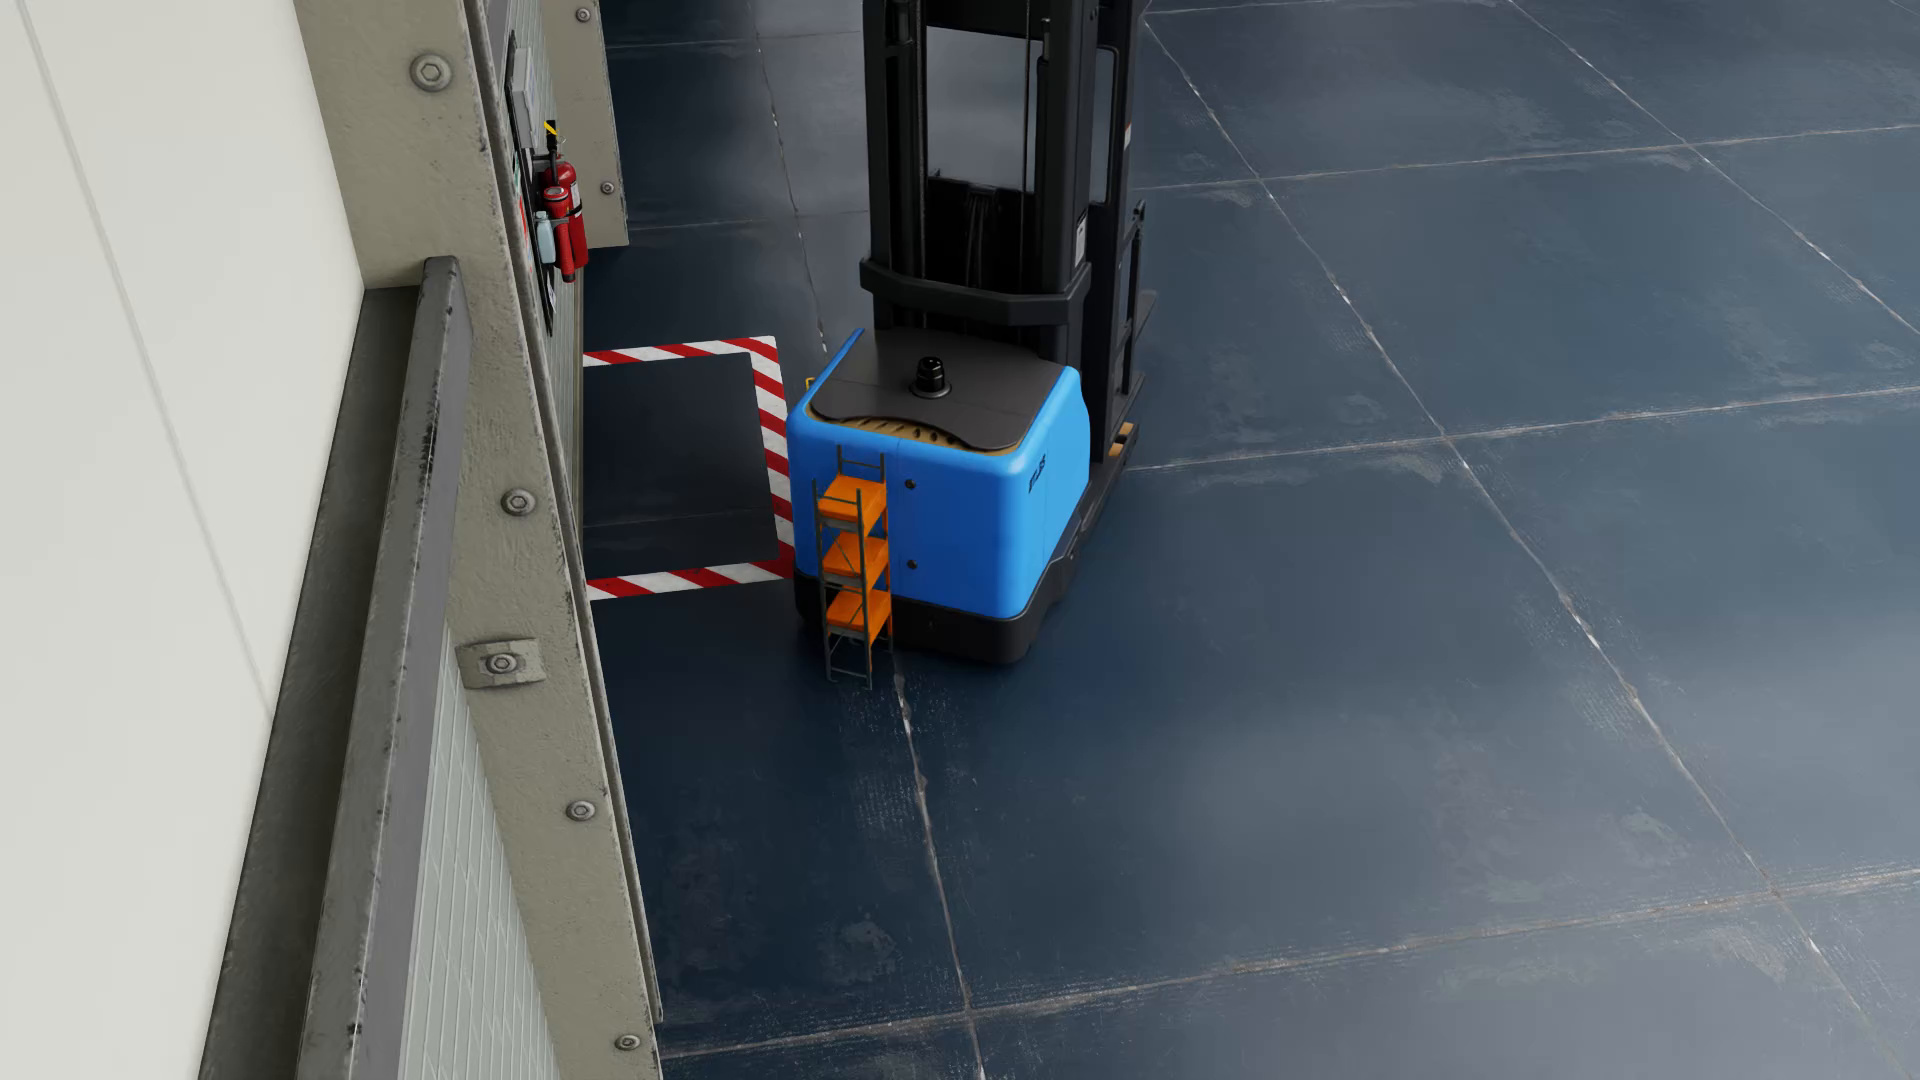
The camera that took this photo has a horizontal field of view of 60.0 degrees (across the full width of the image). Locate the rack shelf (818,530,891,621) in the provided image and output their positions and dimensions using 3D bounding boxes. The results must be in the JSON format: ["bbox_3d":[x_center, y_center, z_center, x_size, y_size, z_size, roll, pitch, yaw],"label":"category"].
[{"bbox_3d":[-0.426,0.135,6.735,0.215,0.259,0.240,12,40,15],"label":"rack shelf"}]

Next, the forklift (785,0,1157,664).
[{"bbox_3d":[0.256,-1.545,7.349,1.130,2.935,3.031,12,40,15],"label":"forklift"}]

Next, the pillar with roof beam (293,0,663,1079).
[{"bbox_3d":[3.103,-2.277,3.346,9.100,9.000,0.400,-6,38,-8],"label":"pillar with roof beam"}]

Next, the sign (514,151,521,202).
[{"bbox_3d":[-1.788,-1.455,6.716,0.001,0.109,0.331,-6,38,-8],"label":"sign"}]

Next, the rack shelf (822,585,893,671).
[{"bbox_3d":[-0.424,0.352,6.909,0.215,0.259,0.240,12,40,15],"label":"rack shelf"}]

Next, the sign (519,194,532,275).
[{"bbox_3d":[-1.796,-1.242,6.874,0.001,0.329,0.234,-6,38,-8],"label":"sign"}]

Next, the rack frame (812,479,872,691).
[{"bbox_3d":[-0.466,0.199,6.639,0.200,1.050,0.008,12,40,15],"label":"rack frame"}]

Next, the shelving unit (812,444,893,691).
[{"bbox_3d":[-0.426,0.126,6.728,0.215,1.050,0.252,12,40,15],"label":"shelving unit"}]

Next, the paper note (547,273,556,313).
[{"bbox_3d":[-1.829,-1.110,7.452,0.016,0.148,0.142,-6,38,-8],"label":"paper note"}]

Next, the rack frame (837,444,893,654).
[{"bbox_3d":[-0.385,0.054,6.818,0.200,1.050,0.008,12,40,15],"label":"rack frame"}]

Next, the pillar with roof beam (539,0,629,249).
[{"bbox_3d":[2.051,-5.901,8.011,9.100,9.000,0.400,-6,38,-8],"label":"pillar with roof beam"}]

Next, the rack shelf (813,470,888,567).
[{"bbox_3d":[-0.427,-0.087,6.557,0.215,0.259,0.240,12,40,15],"label":"rack shelf"}]

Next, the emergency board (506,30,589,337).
[{"bbox_3d":[-1.792,-1.573,7.329,0.194,1.169,0.643,-6,38,-8],"label":"emergency board"}]
